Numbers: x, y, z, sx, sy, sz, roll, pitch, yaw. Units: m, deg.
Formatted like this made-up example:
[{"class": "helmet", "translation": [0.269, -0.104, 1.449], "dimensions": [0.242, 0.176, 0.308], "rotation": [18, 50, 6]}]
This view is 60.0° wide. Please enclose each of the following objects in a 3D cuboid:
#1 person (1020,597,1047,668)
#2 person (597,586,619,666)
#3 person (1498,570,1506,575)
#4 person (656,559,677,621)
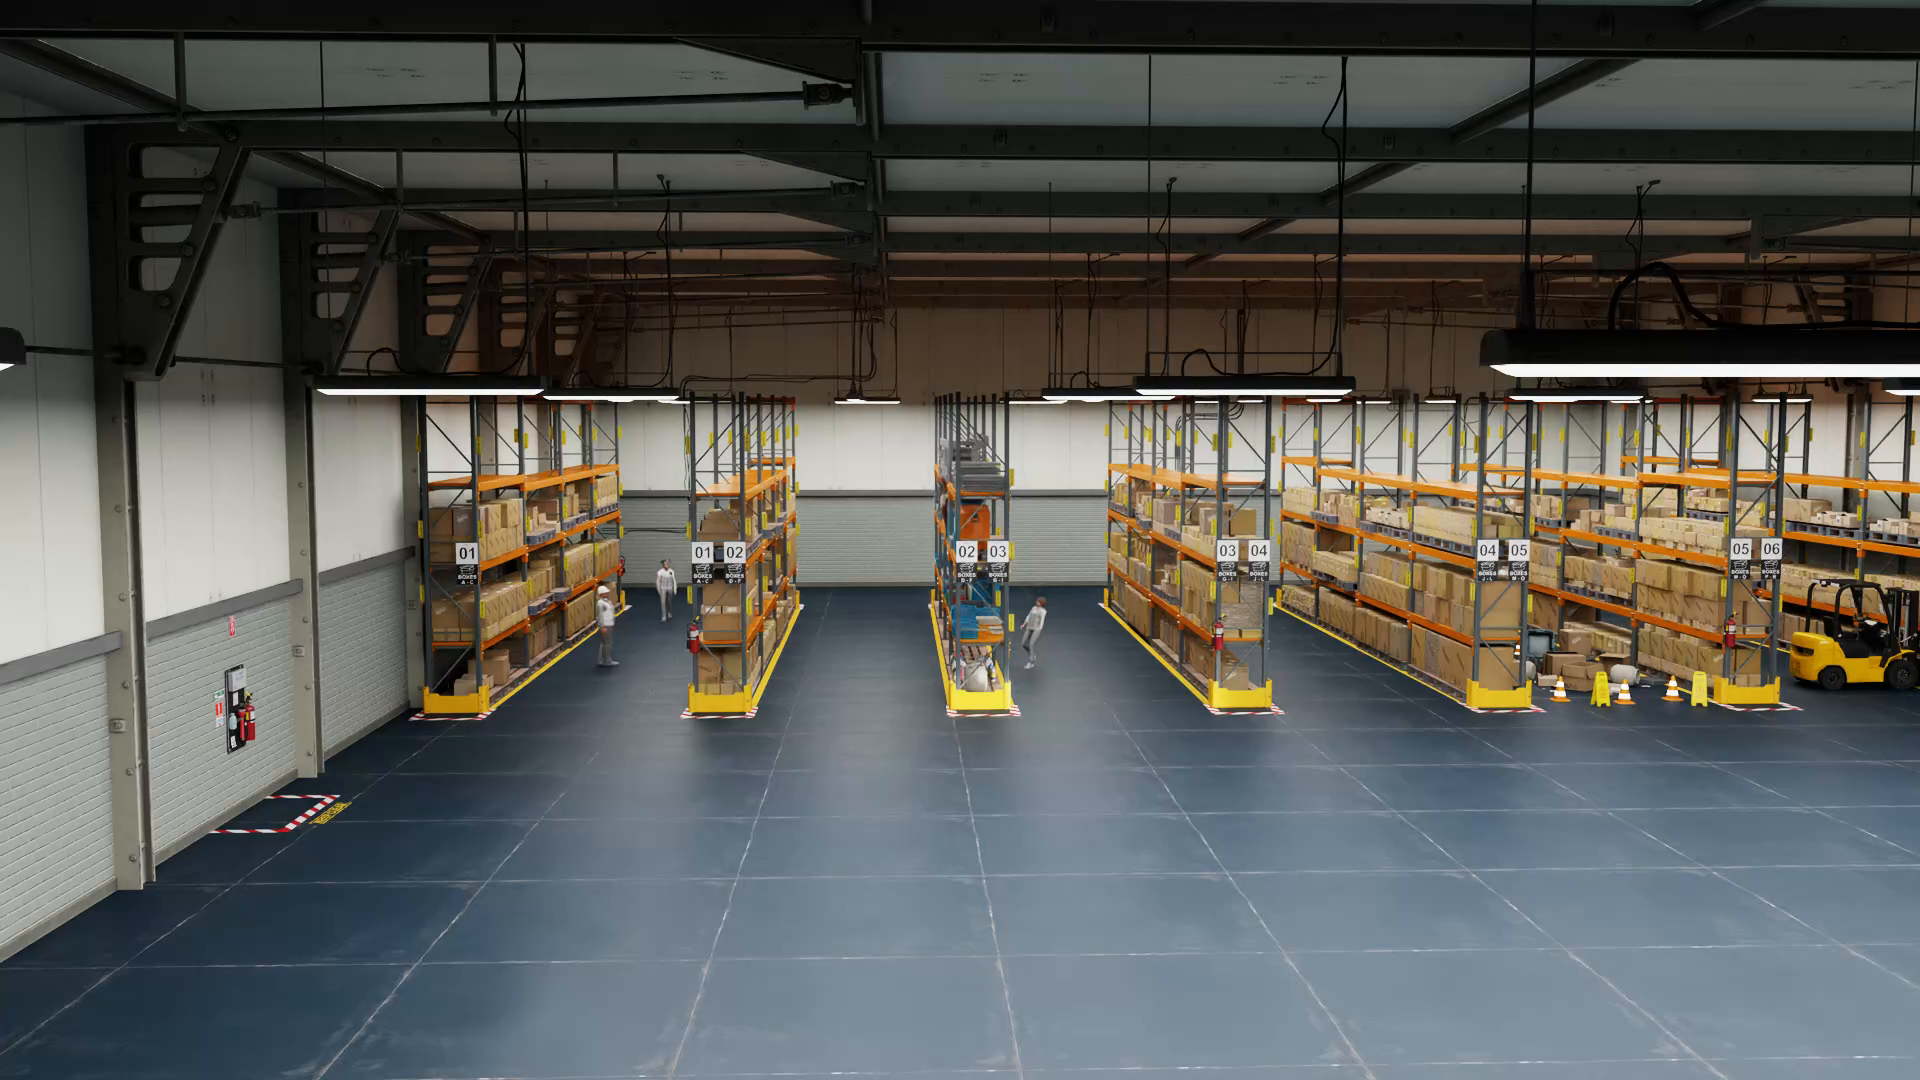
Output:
[{"class": "person", "translation": [1.599, 2.029, 36.641], "dimensions": [0.431, 1.534, 0.678], "rotation": [4, 6, 44]}, {"class": "person", "translation": [-7.788, 1.907, 36.733], "dimensions": [0.463, 1.799, 0.571], "rotation": [-1, 5, -16]}, {"class": "person", "translation": [13.155, 1.598, 40.450], "dimensions": [0.425, 1.768, 0.567], "rotation": [1, 5, 17]}, {"class": "person", "translation": [-7.861, 1.321, 44.525], "dimensions": [0.540, 1.632, 0.980], "rotation": [-1, 5, -8]}]
